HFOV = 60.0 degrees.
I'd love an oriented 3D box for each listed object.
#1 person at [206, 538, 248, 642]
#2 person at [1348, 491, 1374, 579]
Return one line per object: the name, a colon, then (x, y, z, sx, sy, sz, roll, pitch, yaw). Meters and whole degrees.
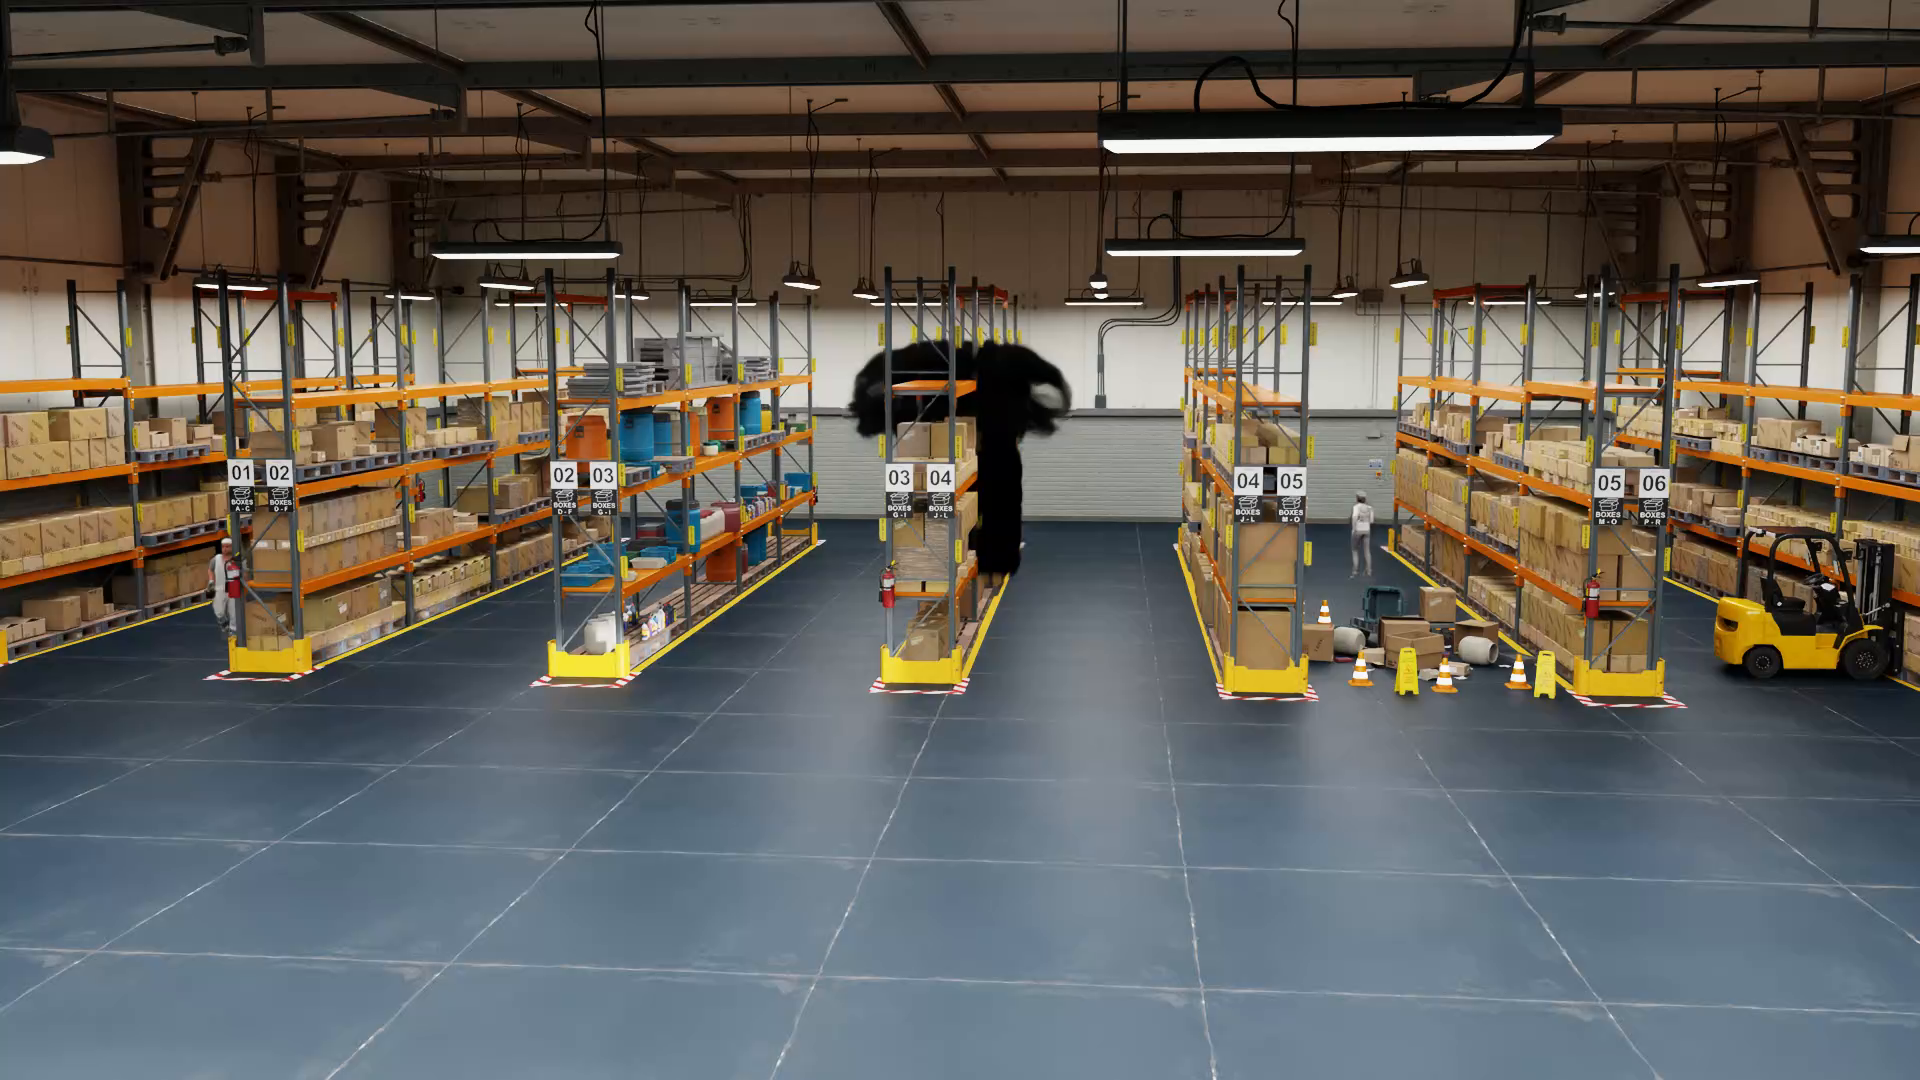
person: (-11.922, 0.846, 27.049, 0.649, 1.750, 0.611, -2, 7, -12)
person: (7.896, -0.070, 32.747, 0.550, 1.786, 0.772, -1, 7, -7)
